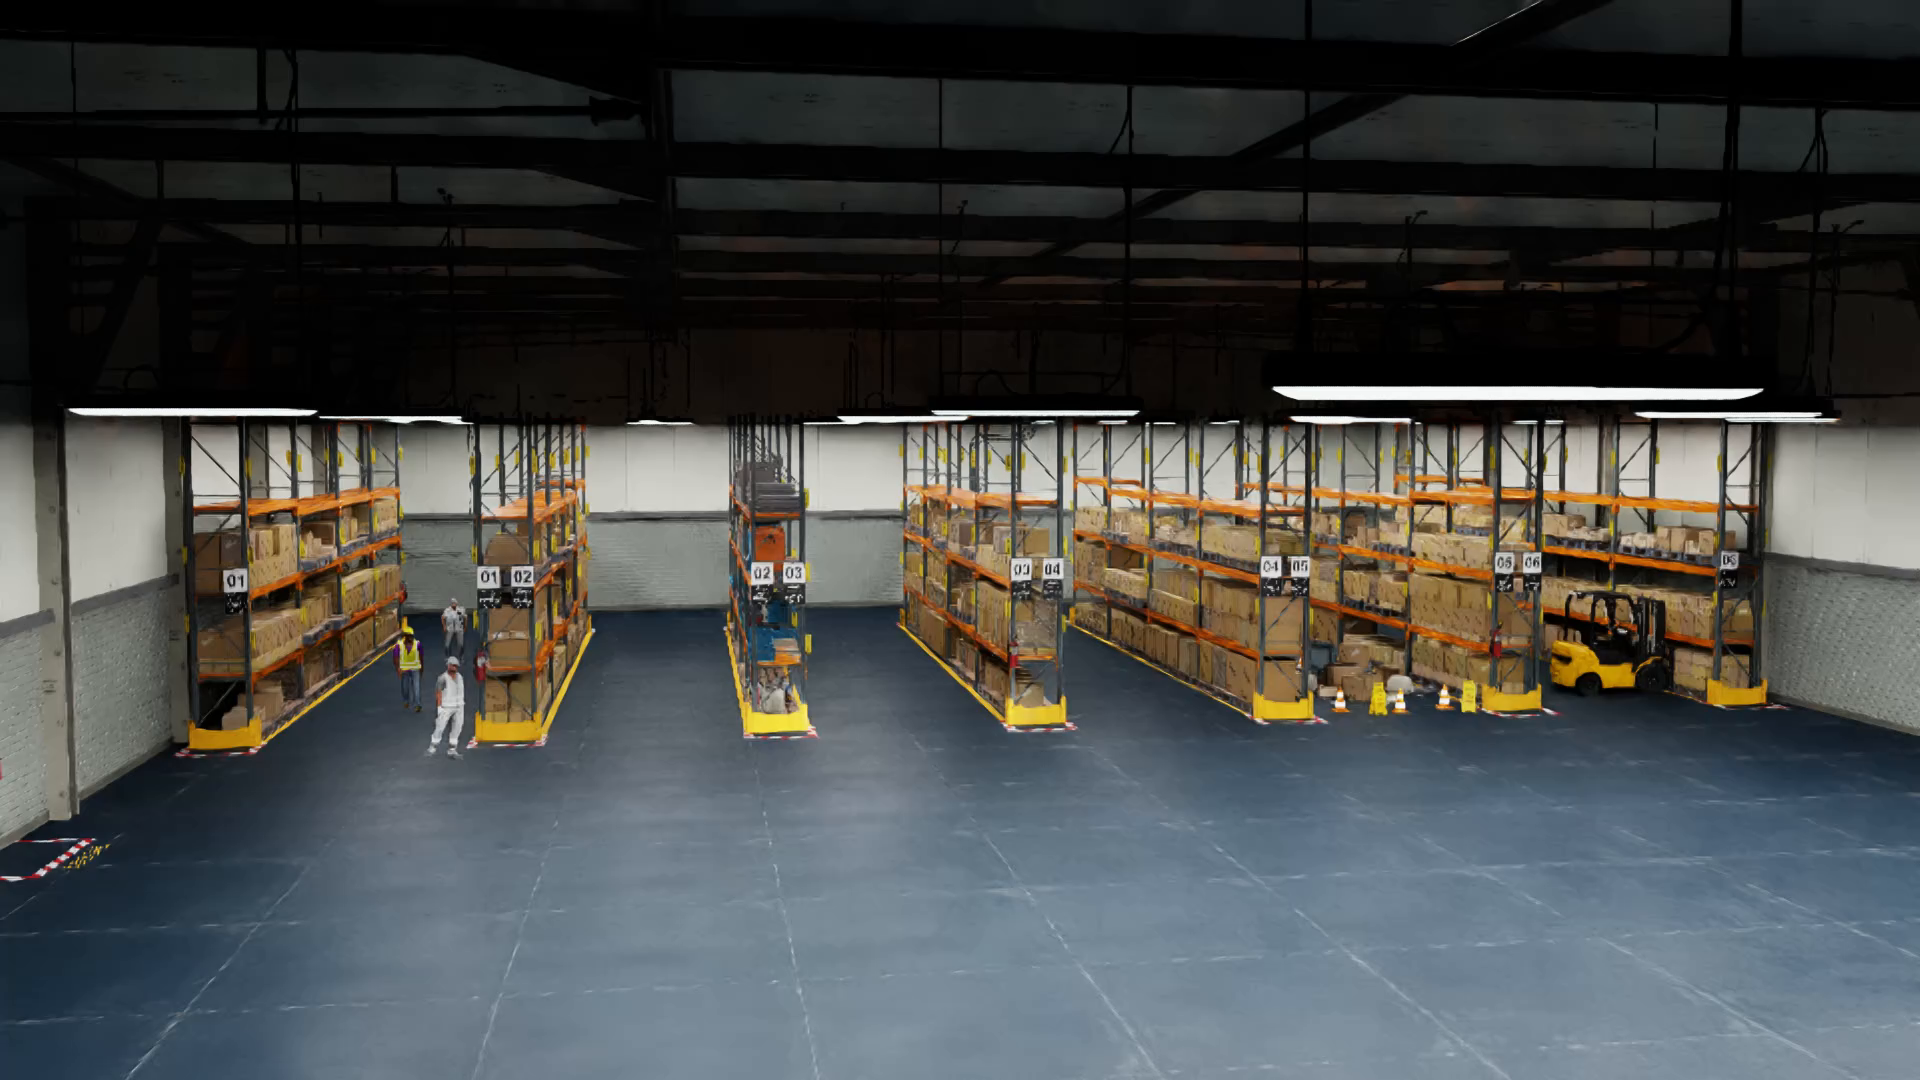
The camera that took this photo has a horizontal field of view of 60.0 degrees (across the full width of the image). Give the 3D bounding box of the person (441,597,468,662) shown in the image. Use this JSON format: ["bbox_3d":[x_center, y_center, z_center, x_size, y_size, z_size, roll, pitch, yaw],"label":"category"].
[{"bbox_3d":[-12.276,2.183,40.395,0.625,1.607,0.582,-1,4,-12],"label":"person"}]

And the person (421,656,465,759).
[{"bbox_3d":[-8.878,2.889,28.618,0.522,1.781,0.739,3,5,40],"label":"person"}]

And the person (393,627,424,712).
[{"bbox_3d":[-11.085,2.587,33.436,0.571,1.708,1.035,-1,4,-18],"label":"person"}]
